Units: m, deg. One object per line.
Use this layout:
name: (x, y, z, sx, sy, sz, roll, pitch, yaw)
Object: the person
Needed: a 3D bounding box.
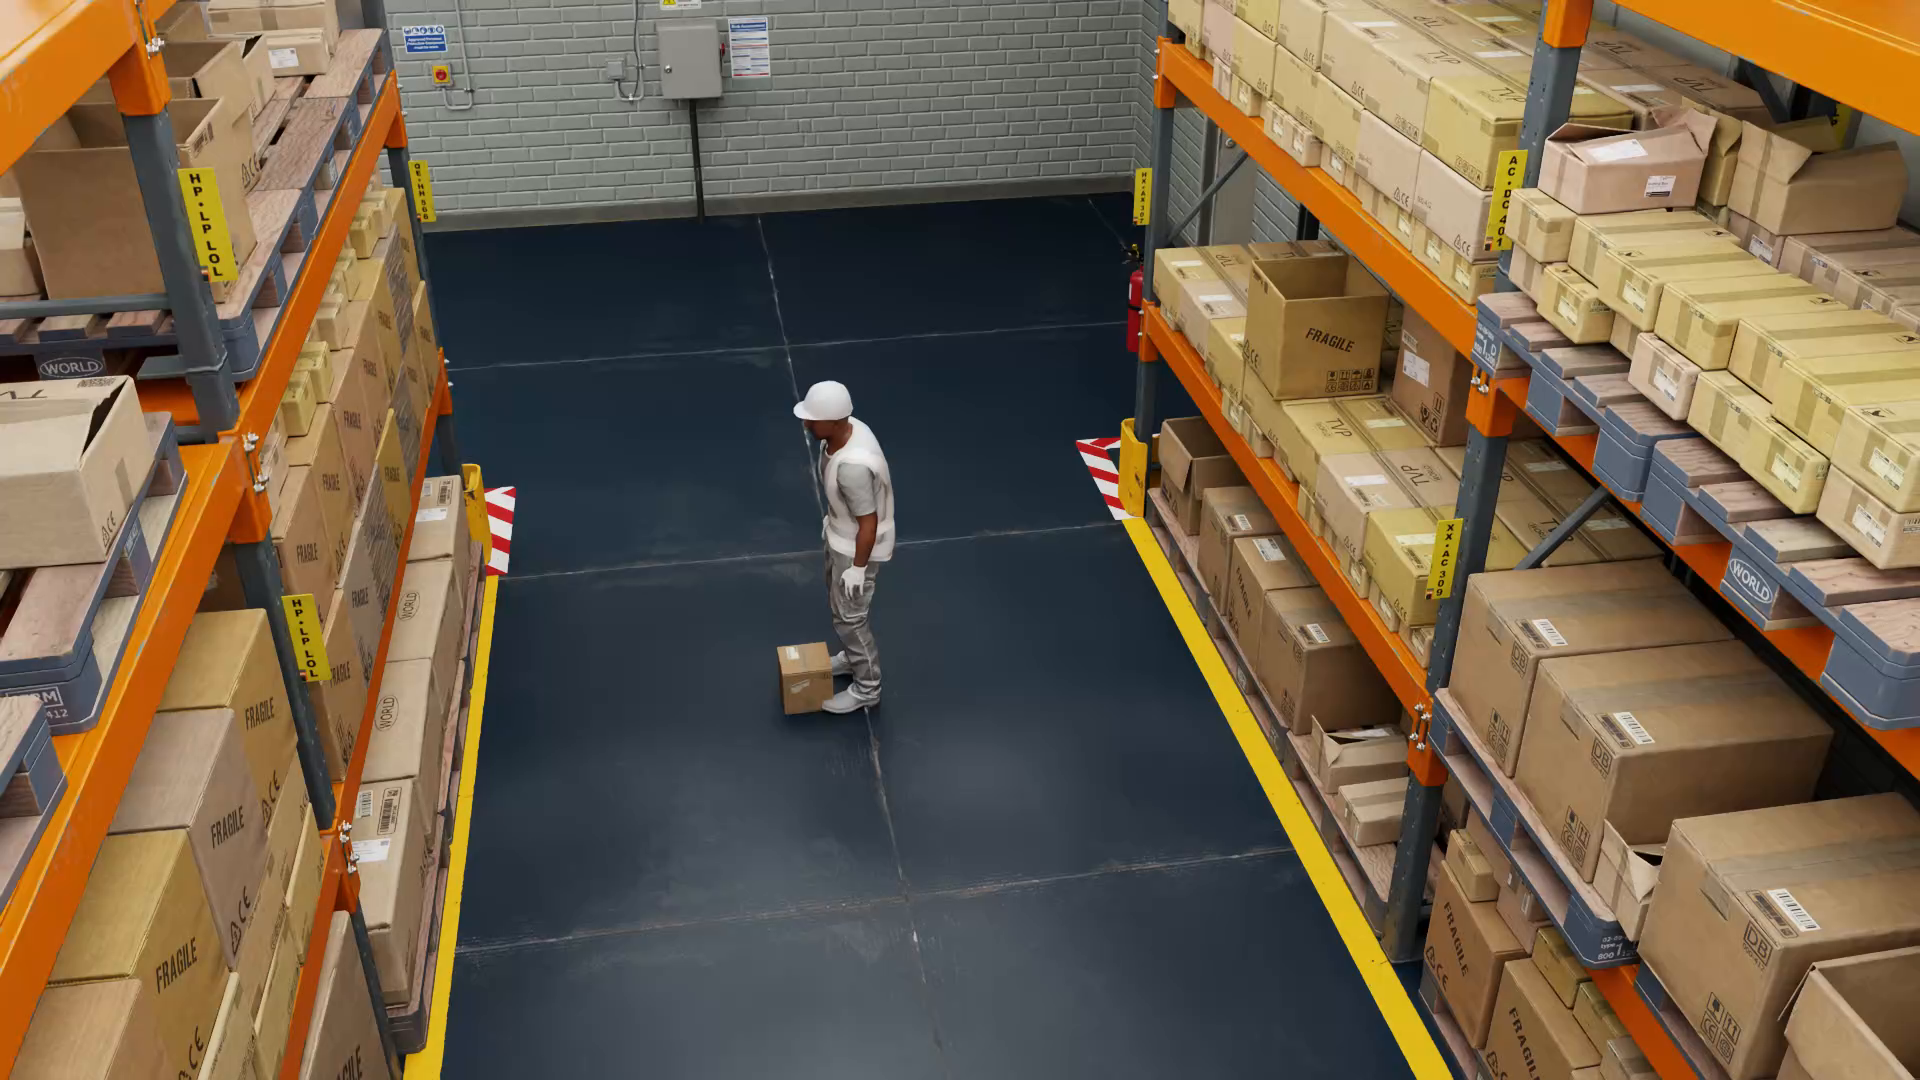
person: (-0.552, 0.020, 8.097, 0.451, 1.771, 0.619, -7, 31, -11)
